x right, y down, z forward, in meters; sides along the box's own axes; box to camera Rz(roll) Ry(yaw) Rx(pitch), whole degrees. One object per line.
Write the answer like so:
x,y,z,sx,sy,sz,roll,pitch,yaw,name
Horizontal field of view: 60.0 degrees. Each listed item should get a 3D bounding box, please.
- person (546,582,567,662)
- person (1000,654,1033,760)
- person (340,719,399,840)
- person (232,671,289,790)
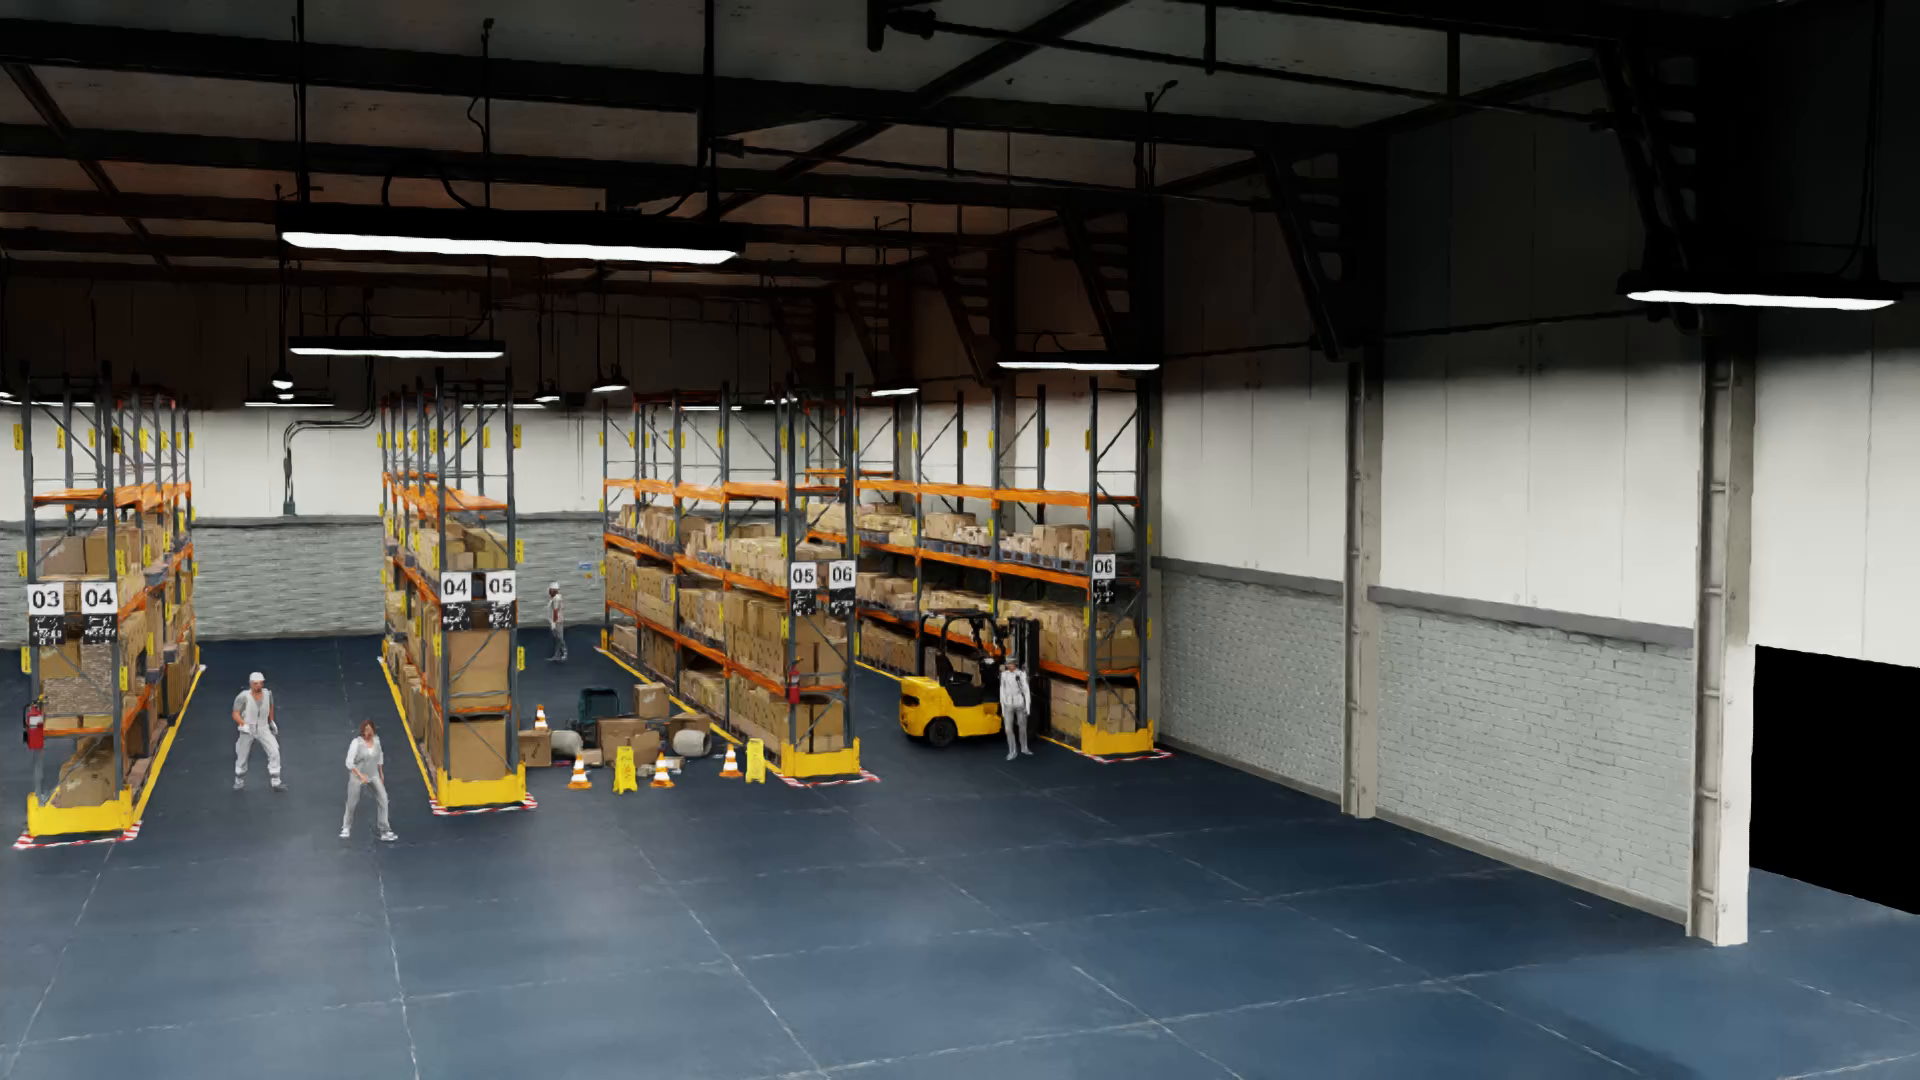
-9.110,1.844,37.508,0.469,1.782,0.609,-1,4,-15,person
0.883,2.600,26.237,0.513,1.665,0.547,1,4,16,person
-7.432,2.979,20.786,0.561,1.515,0.788,-3,4,-40,person
-10.014,2.707,23.645,0.678,1.715,0.827,-3,4,-39,person
